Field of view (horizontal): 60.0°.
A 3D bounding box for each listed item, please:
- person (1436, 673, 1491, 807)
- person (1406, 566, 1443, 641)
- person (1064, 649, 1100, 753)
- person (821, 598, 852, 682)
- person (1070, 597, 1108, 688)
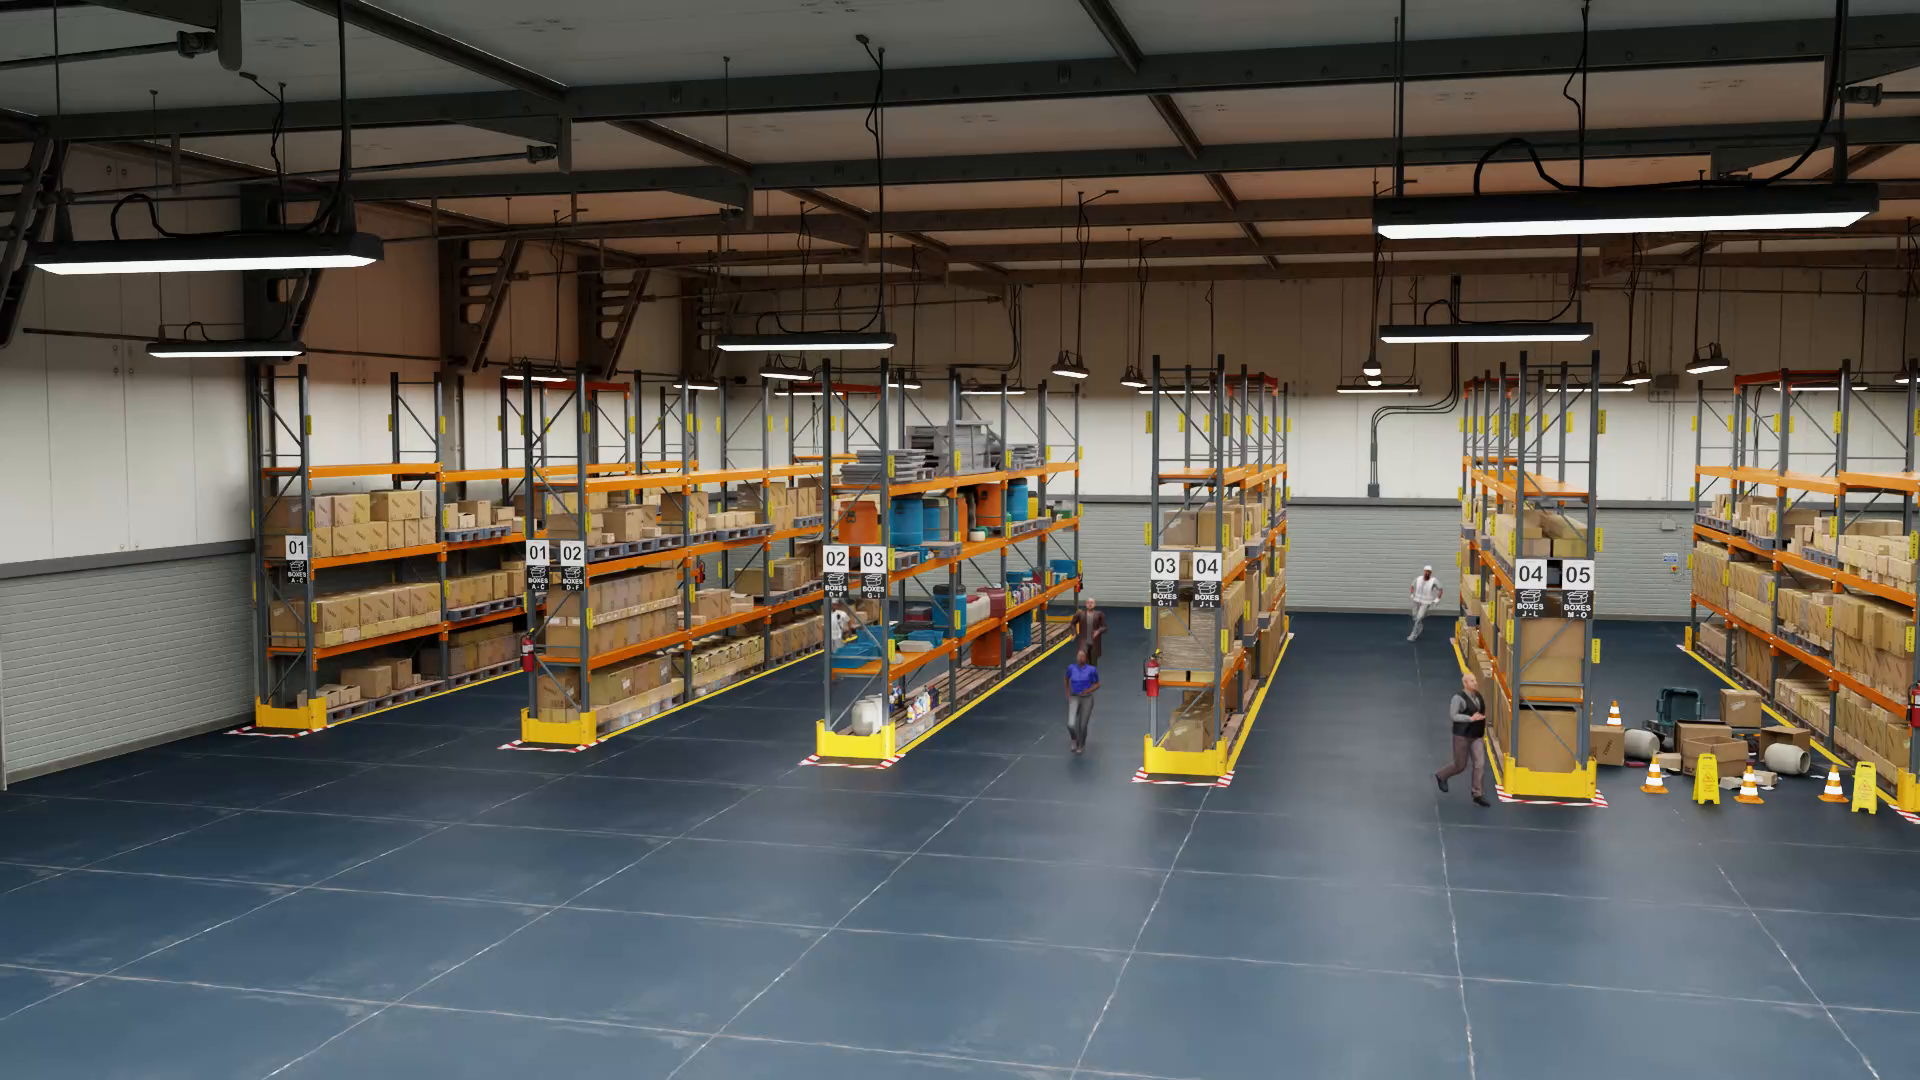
[{"bbox_3d":[6.708,2.611,22.039,0.664,1.712,0.918,-2,4,-25],"label":"person"},{"bbox_3d":[10.772,1.458,38.613,0.744,1.741,0.956,3,5,39],"label":"person"},{"bbox_3d":[1.827,2.454,25.201,0.575,1.609,0.601,1,4,13],"label":"person"},{"bbox_3d":[-2.431,1.934,32.255,0.557,1.673,0.653,1,4,12],"label":"person"},{"bbox_3d":[2.441,1.953,31.435,0.704,1.734,0.653,0,4,2],"label":"person"}]
